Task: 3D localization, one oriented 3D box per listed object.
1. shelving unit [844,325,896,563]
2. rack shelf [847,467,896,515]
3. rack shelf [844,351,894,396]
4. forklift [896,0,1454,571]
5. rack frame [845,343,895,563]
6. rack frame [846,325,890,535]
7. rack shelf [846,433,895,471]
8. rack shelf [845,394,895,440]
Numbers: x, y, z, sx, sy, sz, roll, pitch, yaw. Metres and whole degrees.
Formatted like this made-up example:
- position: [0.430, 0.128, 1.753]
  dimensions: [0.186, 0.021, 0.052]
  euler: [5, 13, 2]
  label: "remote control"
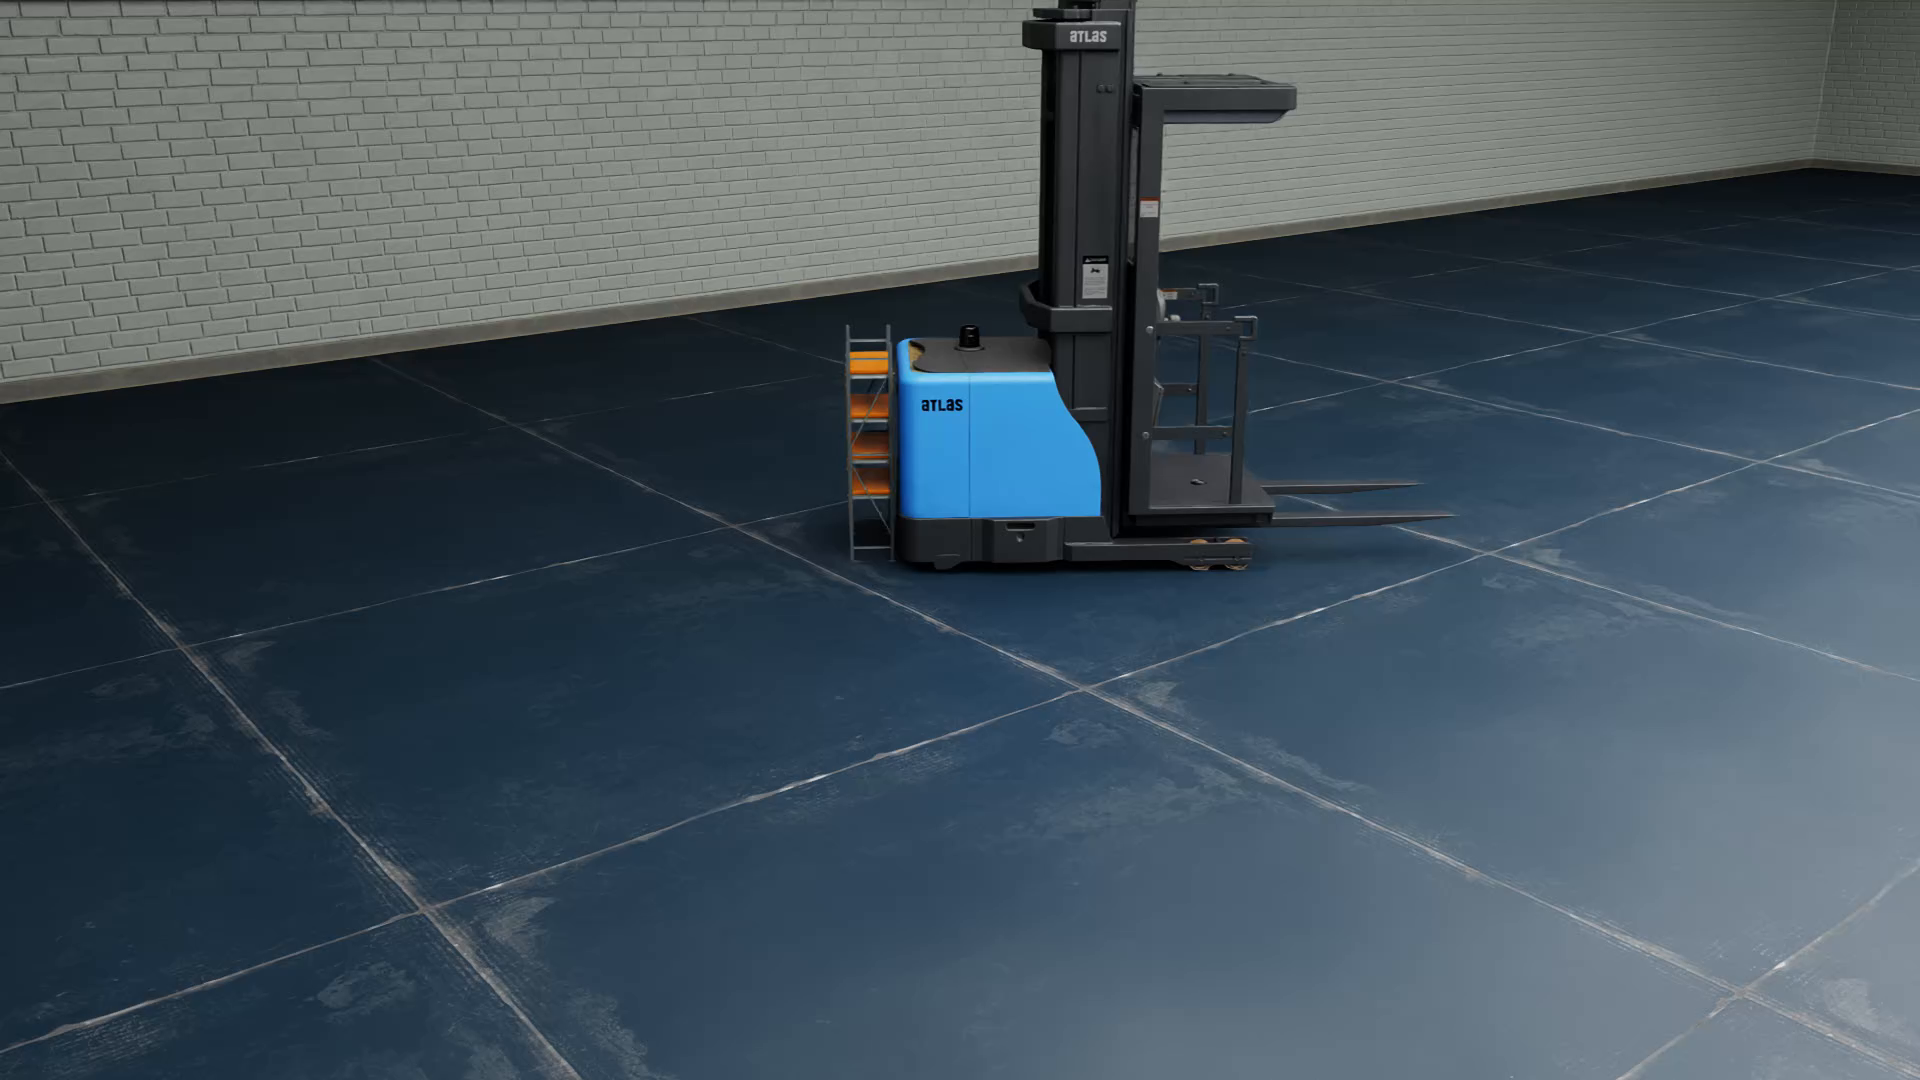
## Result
- position: [-0.489, -0.527, 9.046]
  dimensions: [0.258, 1.200, 0.503]
  euler: [-1, 18, -3]
  label: "shelving unit"
- position: [-0.489, -0.275, 9.129]
  dimensions: [0.258, 0.148, 0.480]
  euler: [-1, 18, -3]
  label: "rack shelf"
- position: [-0.489, -0.900, 8.922]
  dimensions: [0.258, 0.148, 0.480]
  euler: [-1, 18, -3]
  label: "rack shelf"
- position: [1.165, -1.392, 8.904]
  dimensions: [3.031, 2.935, 1.130]
  euler: [-1, 18, -3]
  label: "forklift"
- position: [-0.474, -0.451, 8.814]
  dimensions: [0.240, 1.200, 0.015]
  euler: [-1, 18, -3]
  label: "rack frame"
- position: [-0.504, -0.604, 9.277]
  dimensions: [0.240, 1.200, 0.015]
  euler: [-1, 18, -3]
  label: "rack frame"
- position: [-0.489, -0.463, 9.067]
  dimensions: [0.258, 0.148, 0.480]
  euler: [-1, 18, -3]
  label: "rack shelf"
- position: [-0.489, -0.676, 8.996]
  dimensions: [0.258, 0.148, 0.480]
  euler: [-1, 18, -3]
  label: "rack shelf"
